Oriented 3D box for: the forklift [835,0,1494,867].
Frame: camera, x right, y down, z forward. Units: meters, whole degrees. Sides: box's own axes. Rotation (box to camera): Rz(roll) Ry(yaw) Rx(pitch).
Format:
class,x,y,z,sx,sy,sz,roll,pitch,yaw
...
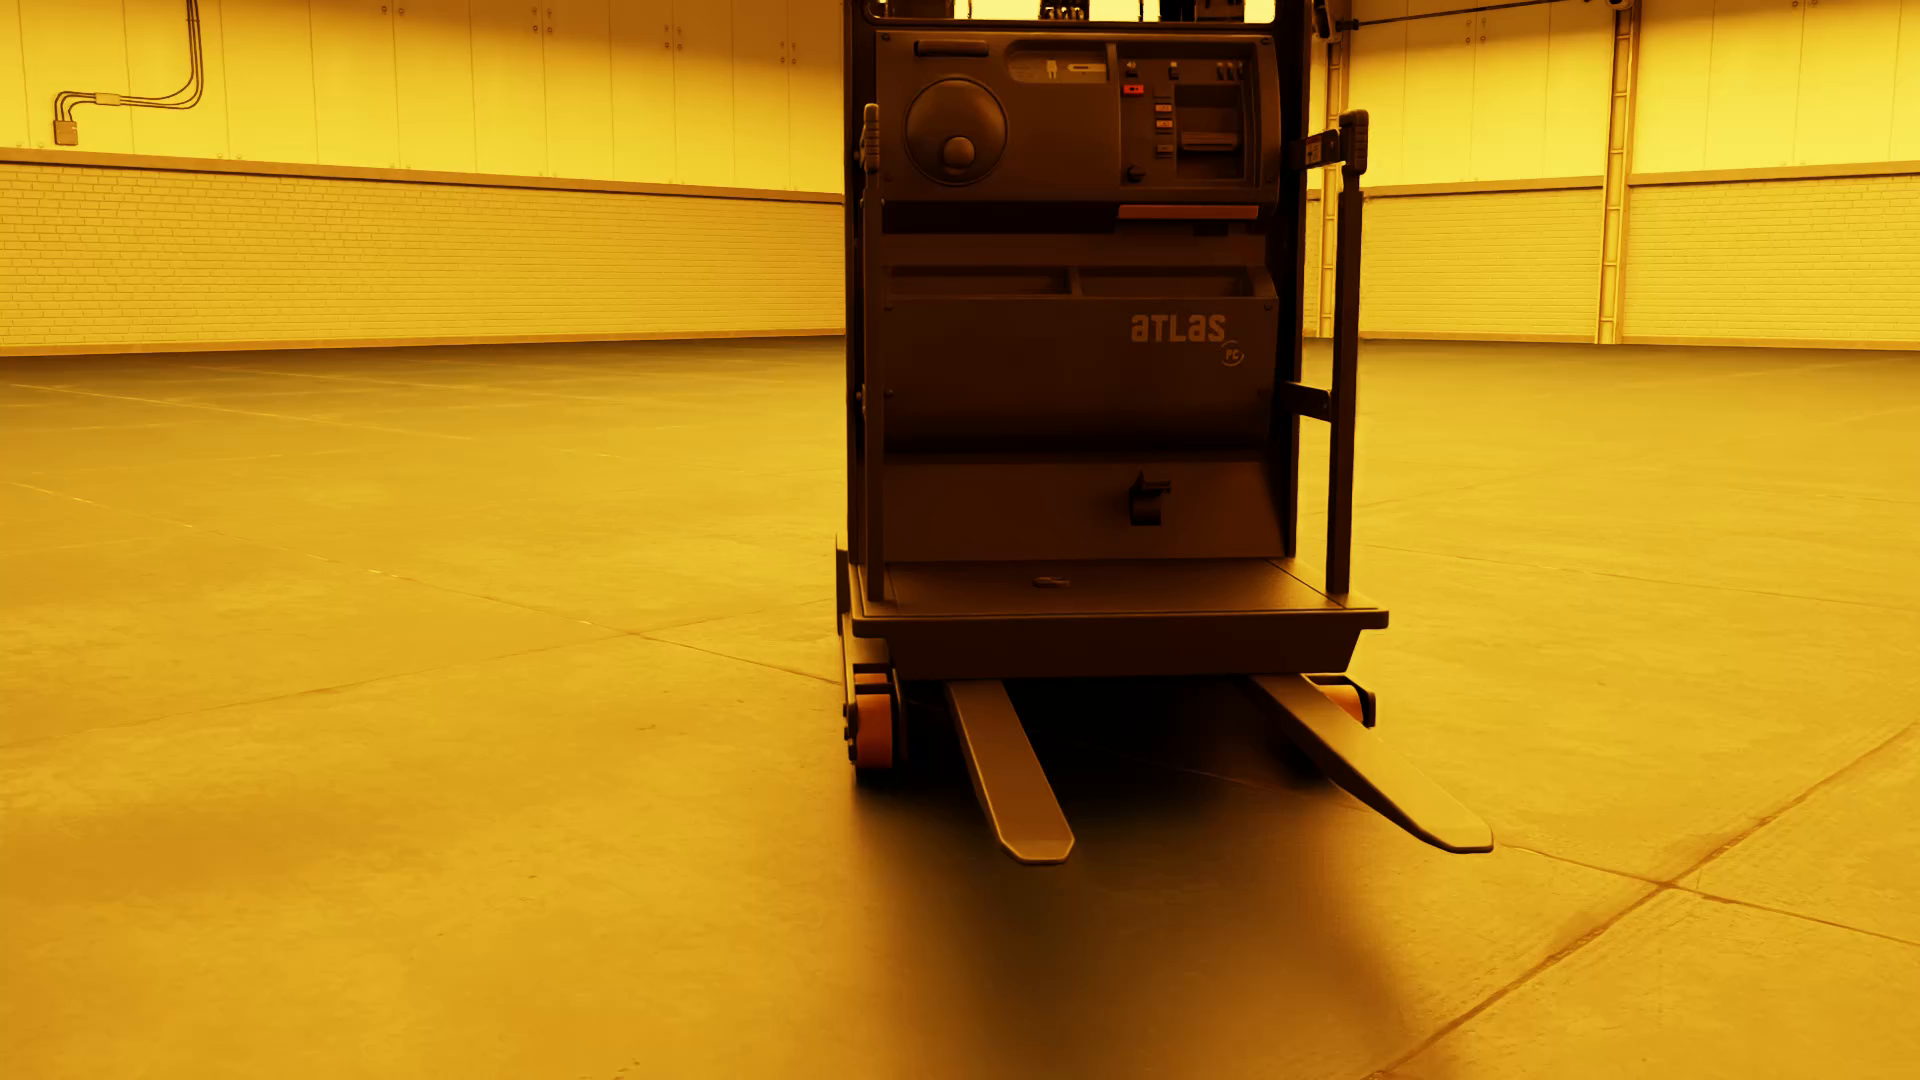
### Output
class,x,y,z,sx,sy,sz,roll,pitch,yaw
forklift,0.292,-1.015,3.617,1.130,2.935,3.031,-1,9,-5
